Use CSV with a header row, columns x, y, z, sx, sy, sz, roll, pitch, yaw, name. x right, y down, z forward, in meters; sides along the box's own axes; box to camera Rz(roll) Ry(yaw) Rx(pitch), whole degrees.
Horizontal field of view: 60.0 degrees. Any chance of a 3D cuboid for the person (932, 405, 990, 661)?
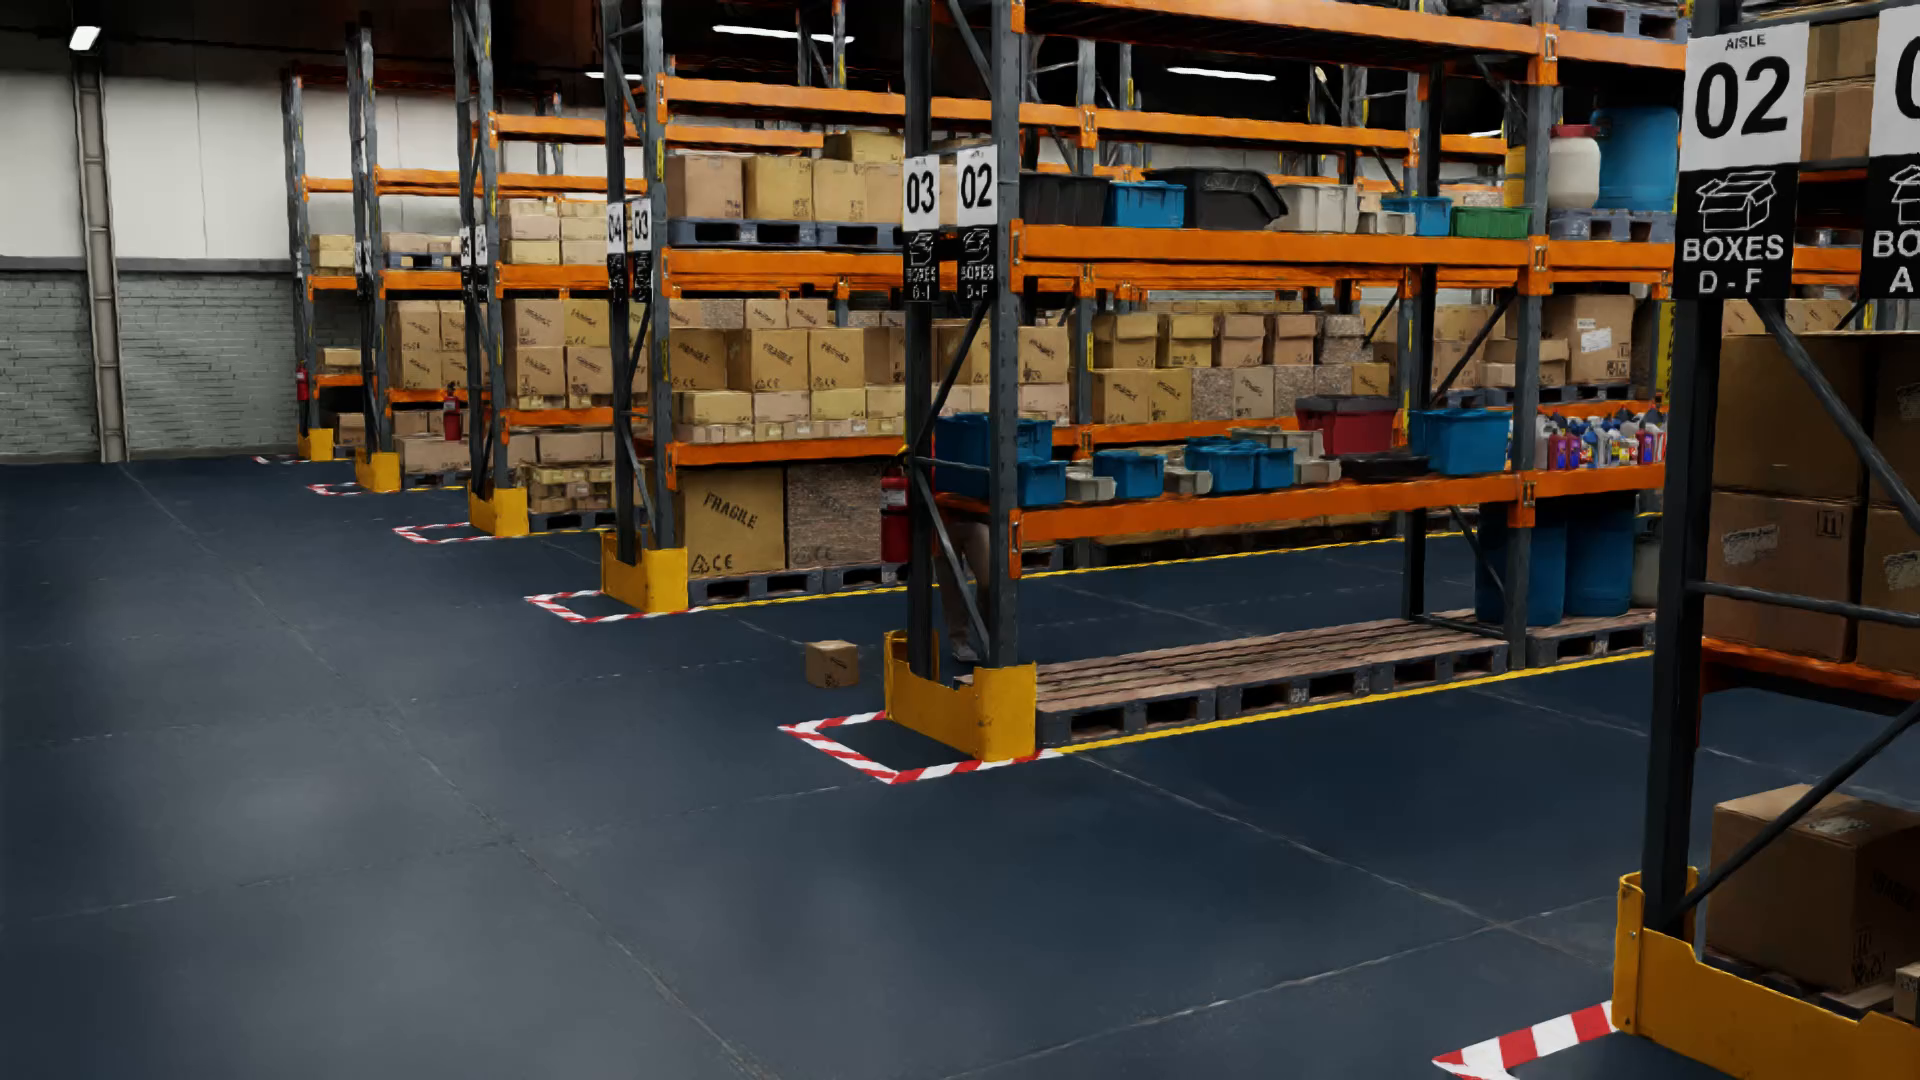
x,y,z,sx,sy,sz,roll,pitch,yaw,name
0.015,-0.036,11.191,0.648,1.738,0.433,-1,8,-8,person
